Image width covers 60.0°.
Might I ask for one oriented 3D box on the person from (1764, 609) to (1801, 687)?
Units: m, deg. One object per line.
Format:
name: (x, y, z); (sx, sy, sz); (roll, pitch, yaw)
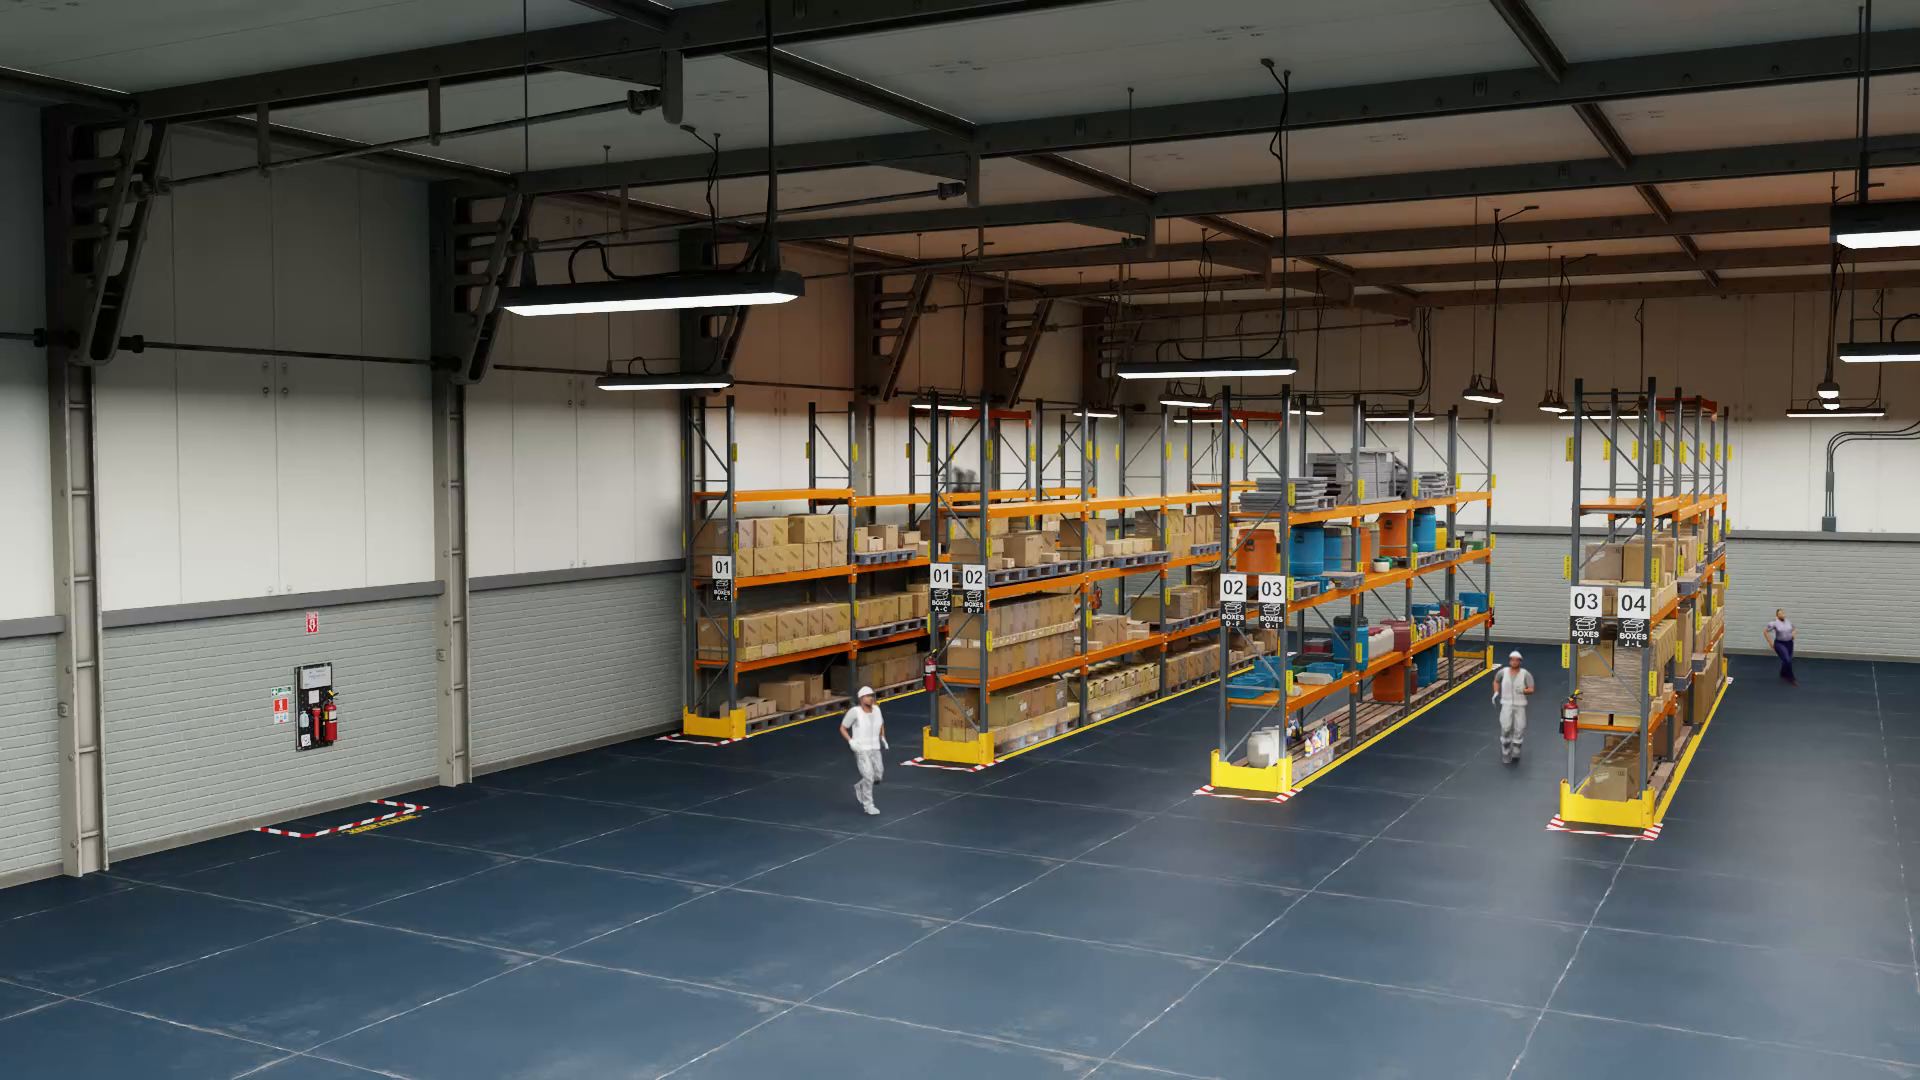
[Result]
person: (17.736, 2.302, 35.807); (0.656, 1.641, 0.834); (0, 3, -7)

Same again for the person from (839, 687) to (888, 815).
person: (-1.341, 2.905, 23.119); (0.705, 1.749, 0.696); (-2, 4, -38)

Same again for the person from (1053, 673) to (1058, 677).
person: (1.848, 2.324, 34.245); (0.697, 1.753, 0.672); (1, 3, 26)

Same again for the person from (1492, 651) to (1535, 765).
person: (8.892, 2.703, 26.736); (0.644, 1.830, 0.752); (1, 3, 19)
